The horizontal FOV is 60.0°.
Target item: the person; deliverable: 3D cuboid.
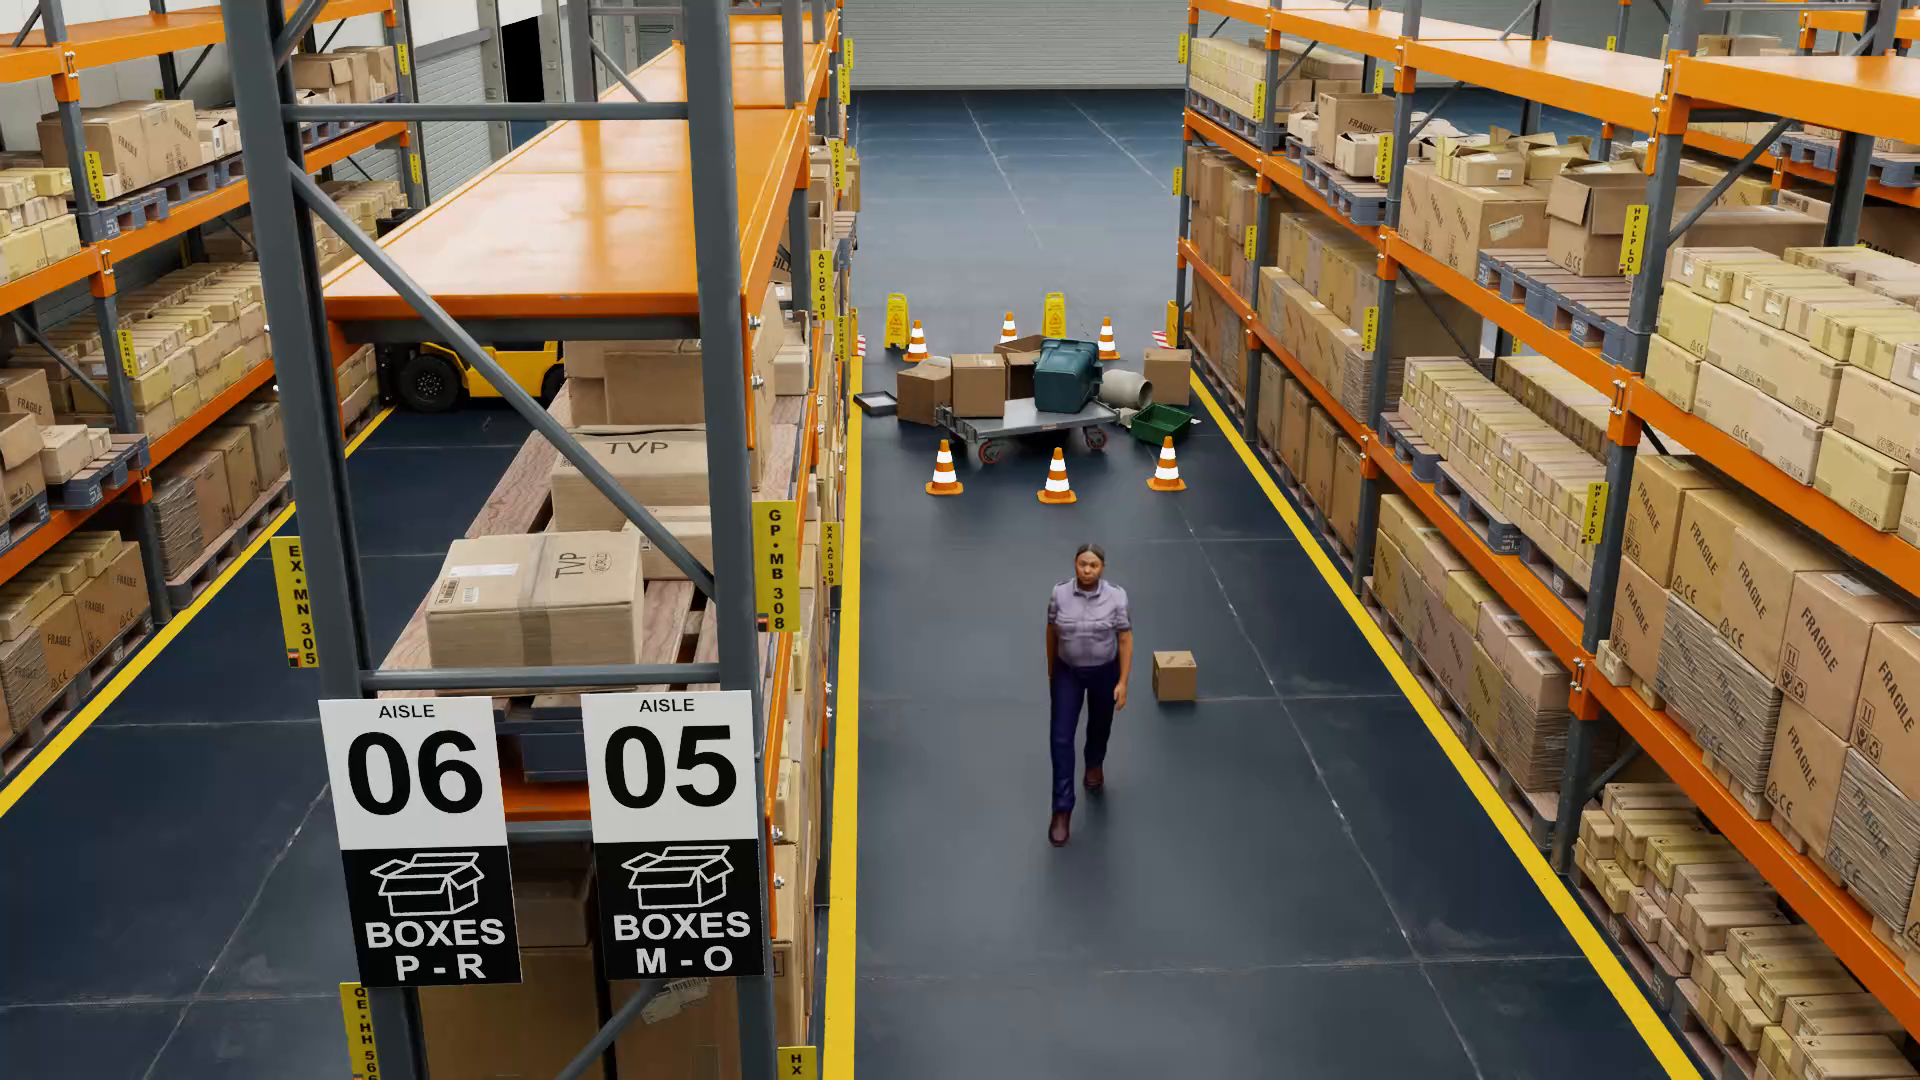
[{"bbox_3d":[0.730,0.806,9.456,0.492,1.630,0.906,1,21,3],"label":"person"}]
